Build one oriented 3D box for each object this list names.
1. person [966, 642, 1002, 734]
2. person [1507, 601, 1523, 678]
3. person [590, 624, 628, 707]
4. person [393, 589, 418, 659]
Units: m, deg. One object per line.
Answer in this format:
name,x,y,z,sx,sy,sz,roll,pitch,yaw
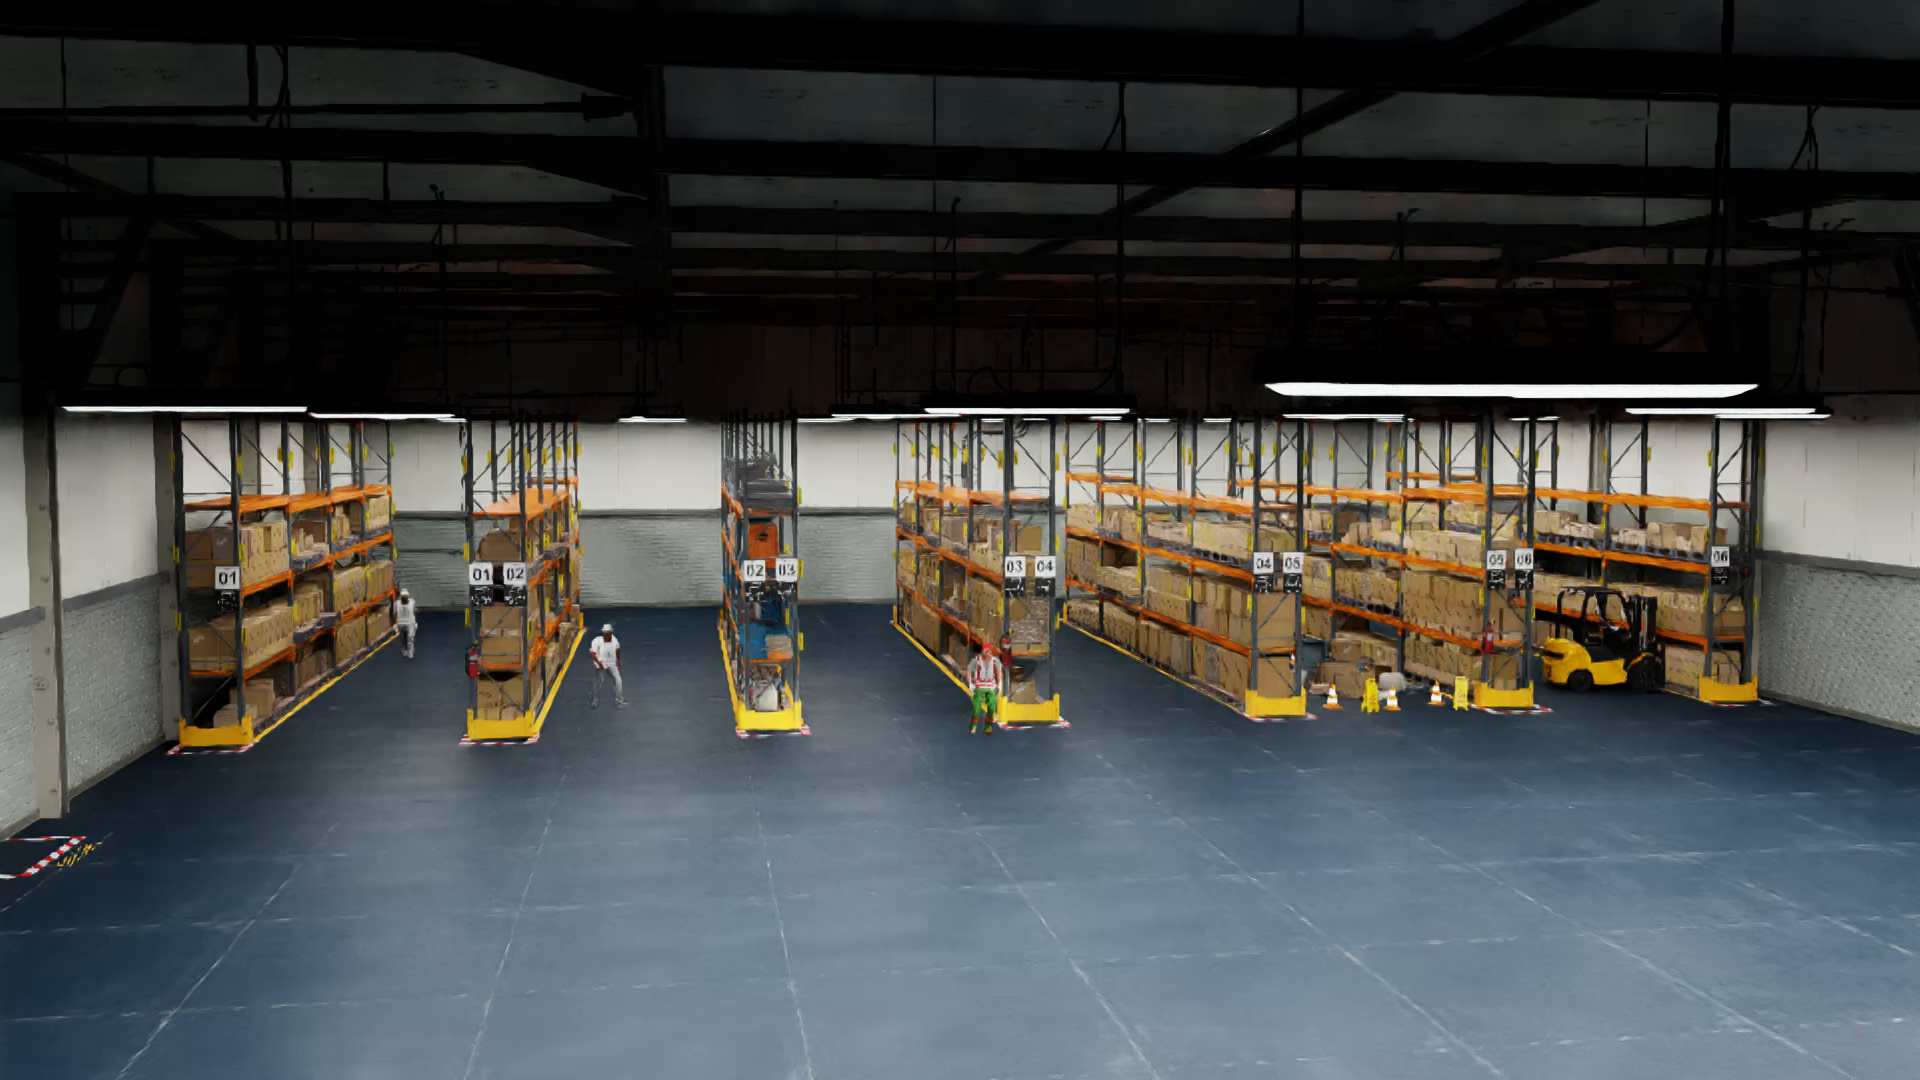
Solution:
person,0.453,2.724,30.634,0.677,1.742,0.551,-1,4,-10
person,12.454,2.233,37.526,0.498,1.731,0.588,1,4,20
person,-7.146,2.521,33.566,0.704,1.695,0.814,-2,5,-29
person,-13.517,2.027,40.507,0.571,1.702,1.114,-1,4,-12
